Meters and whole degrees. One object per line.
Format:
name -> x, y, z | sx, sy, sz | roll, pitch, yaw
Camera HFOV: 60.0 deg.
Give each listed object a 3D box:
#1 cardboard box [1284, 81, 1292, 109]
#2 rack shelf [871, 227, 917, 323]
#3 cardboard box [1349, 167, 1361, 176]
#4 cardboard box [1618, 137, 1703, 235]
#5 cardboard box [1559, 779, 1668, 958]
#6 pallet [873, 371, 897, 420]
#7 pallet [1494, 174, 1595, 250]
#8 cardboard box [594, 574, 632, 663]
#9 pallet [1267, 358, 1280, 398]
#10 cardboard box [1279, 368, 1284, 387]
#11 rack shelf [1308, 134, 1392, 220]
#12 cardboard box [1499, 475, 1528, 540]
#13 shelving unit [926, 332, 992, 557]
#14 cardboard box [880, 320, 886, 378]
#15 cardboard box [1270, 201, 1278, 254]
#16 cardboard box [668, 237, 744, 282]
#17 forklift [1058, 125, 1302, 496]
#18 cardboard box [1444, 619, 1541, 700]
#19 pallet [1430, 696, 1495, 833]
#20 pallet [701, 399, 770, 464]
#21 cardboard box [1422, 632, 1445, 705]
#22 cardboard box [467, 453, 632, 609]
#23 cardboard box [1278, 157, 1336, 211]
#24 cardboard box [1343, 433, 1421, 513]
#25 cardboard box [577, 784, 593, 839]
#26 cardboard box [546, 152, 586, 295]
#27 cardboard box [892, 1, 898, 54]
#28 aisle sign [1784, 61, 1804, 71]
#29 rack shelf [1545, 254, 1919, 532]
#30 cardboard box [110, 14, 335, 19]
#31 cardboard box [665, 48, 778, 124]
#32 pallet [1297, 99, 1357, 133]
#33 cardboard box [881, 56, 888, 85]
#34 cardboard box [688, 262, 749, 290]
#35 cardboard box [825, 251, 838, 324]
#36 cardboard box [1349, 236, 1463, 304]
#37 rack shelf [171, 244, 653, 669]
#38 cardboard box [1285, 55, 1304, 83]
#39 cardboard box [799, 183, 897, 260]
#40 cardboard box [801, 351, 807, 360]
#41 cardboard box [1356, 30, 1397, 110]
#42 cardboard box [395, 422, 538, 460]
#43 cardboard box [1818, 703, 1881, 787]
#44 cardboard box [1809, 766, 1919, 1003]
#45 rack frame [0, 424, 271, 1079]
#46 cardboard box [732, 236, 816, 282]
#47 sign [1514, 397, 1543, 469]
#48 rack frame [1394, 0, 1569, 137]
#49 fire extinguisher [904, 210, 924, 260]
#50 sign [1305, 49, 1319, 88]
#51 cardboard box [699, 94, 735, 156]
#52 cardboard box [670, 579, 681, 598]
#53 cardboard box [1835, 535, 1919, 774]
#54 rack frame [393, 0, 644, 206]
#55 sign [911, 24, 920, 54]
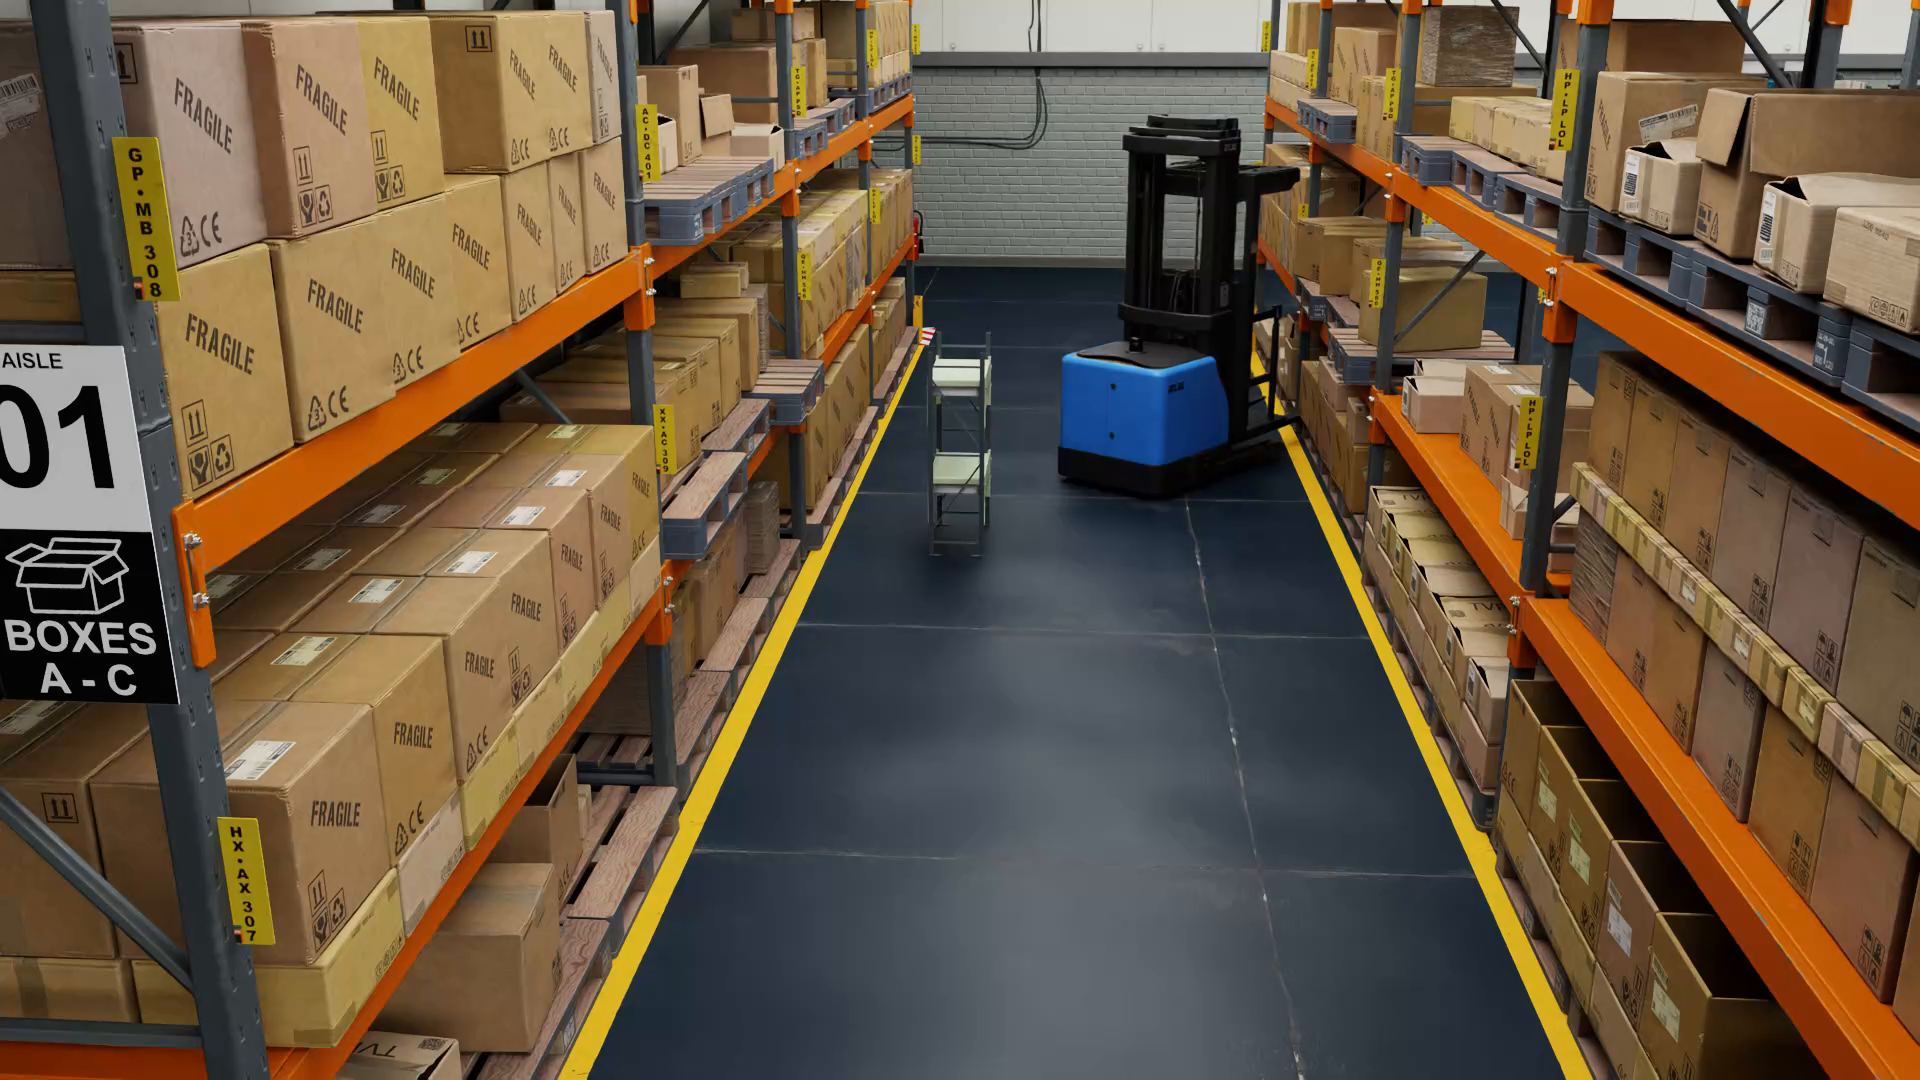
cardboard box -> 3.502, -4.410, 16.488 | 0.500, 0.250, 0.500 | 1, 18, 4
rack shelf -> -1.180, -2.822, 17.373 | 1.077, 0.370, 4.000 | 1, 18, 4
cardboard box -> 3.969, -3.256, 15.776 | 0.500, 0.500, 0.500 | 1, 18, 2
cardboard box -> 2.707, -1.279, 5.937 | 0.500, 0.311, 0.500 | 0, 18, 1
cardboard box -> 2.628, 1.250, 6.328 | 0.500, 0.500, 0.500 | 1, 18, 4
pallet -> -1.190, -1.452, 16.515 | 1.003, 0.211, 1.213 | 1, 18, 4
pallet -> 3.095, -1.557, 7.848 | 0.805, 0.209, 1.217 | 1, 18, 2
cardboard box -> -1.672, 0.312, 6.861 | 0.500, 0.250, 0.500 | 1, 18, 4
pallet -> 3.753, -1.701, 17.276 | 1.003, 0.211, 1.213 | 1, 18, 4
cardboard box -> 3.343, -1.588, 16.325 | 0.380, 0.149, 0.250 | 1, 18, 4
rack shelf -> 3.475, -2.895, 12.780 | 1.077, 0.370, 4.000 | 1, 18, 4
cardboard box -> 2.925, -0.162, 8.315 | 0.396, 0.266, 0.258 | 1, 18, 3
shelving unit -> 0.000, -0.711, 12.183 | 0.431, 1.500, 0.755 | 1, 18, 4
cardboard box -> -1.128, -1.940, 16.867 | 0.700, 0.500, 0.500 | 1, 18, 3
cardboard box -> 3.540, -3.275, 17.439 | 0.500, 0.500, 0.500 | 1, 18, 4
cardboard box -> -1.836, -2.002, 11.839 | 0.500, 0.250, 0.500 | 2, 18, 5
forklift -> 2.153, -2.104, 14.240 | 1.129, 2.867, 3.031 | 15, 23, 38
cardboard box -> 2.819, 0.598, 8.621 | 0.500, 0.311, 0.500 | 2, 18, 5
pallet -> 3.059, 1.147, 8.584 | 1.003, 0.211, 1.213 | 1, 18, 4
pallet -> -1.711, -0.593, 9.724 | 1.003, 0.211, 1.213 | 1, 18, 4
cardboard box -> 2.860, 0.707, 9.188 | 0.500, 0.250, 0.500 | 2, 18, 5
cardboard box -> -1.652, -0.044, 6.743 | 0.500, 0.500, 0.500 | 1, 18, 4
cardboard box -> 3.504, -3.591, 16.797 | 0.500, 0.500, 0.500 | 1, 18, 3
cardboard box -> 3.164, -0.508, 12.463 | 0.500, 0.500, 0.500 | 2, 18, 6
cardboard box -> -1.905, 1.246, 7.646 | 0.380, 0.166, 0.250 | -1, 18, -3
cardboard box -> -1.735, -1.221, 6.323 | 0.500, 0.500, 0.500 | 0, 18, -1
cardboard box -> -0.892, -5.192, 16.834 | 0.500, 0.500, 0.500 | 0, 18, 1
aisle sign -> 9.143, -4.815, 18.125 | 0.394, 0.787, 0.004 | 1, 18, 4
rack shelf -> 2.901, -0.411, 5.198 | 1.077, 0.370, 4.000 | 1, 18, 4
cardboard box -> -2.284, -1.391, 5.236 | 0.500, 0.500, 0.500 | 1, 18, 4
cardboard box -> -1.633, -3.131, 11.477 | 0.700, 0.500, 0.500 | 0, 18, 0
pallet -> 3.501, -3.568, 13.980 | 1.213, 0.211, 1.003 | 1, 18, 4
cardboard box -> -0.960, -4.510, 15.959 | 0.500, 0.250, 0.500 | 1, 18, 3
cardboard box -> -1.605, -1.757, 11.060 | 0.380, 0.149, 0.250 | -1, 18, -3
cardboard box -> -1.236, -1.960, 12.918 | 0.500, 0.500, 0.500 | 1, 18, 4
cardboard box -> 3.553, -2.130, 13.271 | 0.700, 0.500, 0.500 | -3, 18, -10
rack shelf -> -2.040, -0.520, 5.532 | 1.077, 0.370, 4.000 | 1, 18, 4
cardboard box -> 3.496, -4.648, 16.410 | 0.500, 0.250, 0.500 | 1, 18, 4
cardboard box -> -1.168, -3.306, 17.213 | 0.980, 0.700, 0.700 | 0, 18, 1
cardboard box -> -1.328, -1.365, 12.144 | 0.380, 0.149, 0.250 | 2, 18, 5
cardboard box -> 3.416, -3.584, 12.731 | 0.600, 0.600, 0.600 | 1, 18, 2
cardboard box -> -2.139, -0.211, 7.255 | 0.500, 0.500, 0.500 | 1, 18, 3
cardboard box -> 2.651, 0.576, 4.644 | 0.380, 0.149, 0.250 | 2, 18, 5
cardboard box -> 2.837, 0.938, 4.581 | 0.700, 0.500, 0.500 | 2, 18, 5
rack frame -> -2.183, 1.184, 3.991 | 1.000, 3.000, 0.127 | 1, 18, 4
cardboard box -> -1.318, -1.999, 11.832 | 0.500, 0.250, 0.500 | 2, 18, 5
sign -> 2.503, -0.470, 7.308 | 0.100, 0.325, 0.005 | 1, 18, 4
rack frame -> 3.331, -4.042, 10.306 | 1.000, 3.000, 0.127 | 1, 18, 4
fire extinguisher -> -0.565, -3.607, 19.338 | 0.296, 0.674, 0.183 | 1, 18, 4
sign -> 3.076, -4.114, 14.513 | 0.100, 0.325, 0.005 | 1, 18, 4
cardboard box -> -1.795, -2.384, 9.865 | 0.797, 0.503, 0.637 | 4, 19, 12
cardboard box -> -1.832, 0.199, 9.103 | 0.500, 0.250, 0.500 | 1, 18, 3
cardboard box -> 2.840, 0.305, 4.430 | 0.700, 0.500, 0.500 | 1, 18, 2
rack frame -> -1.897, -2.909, 6.848 | 1.000, 3.000, 0.127 | 1, 18, 4
sign -> -0.496, -5.577, 18.514 | 0.100, 0.325, 0.005 | 1, 18, 4
